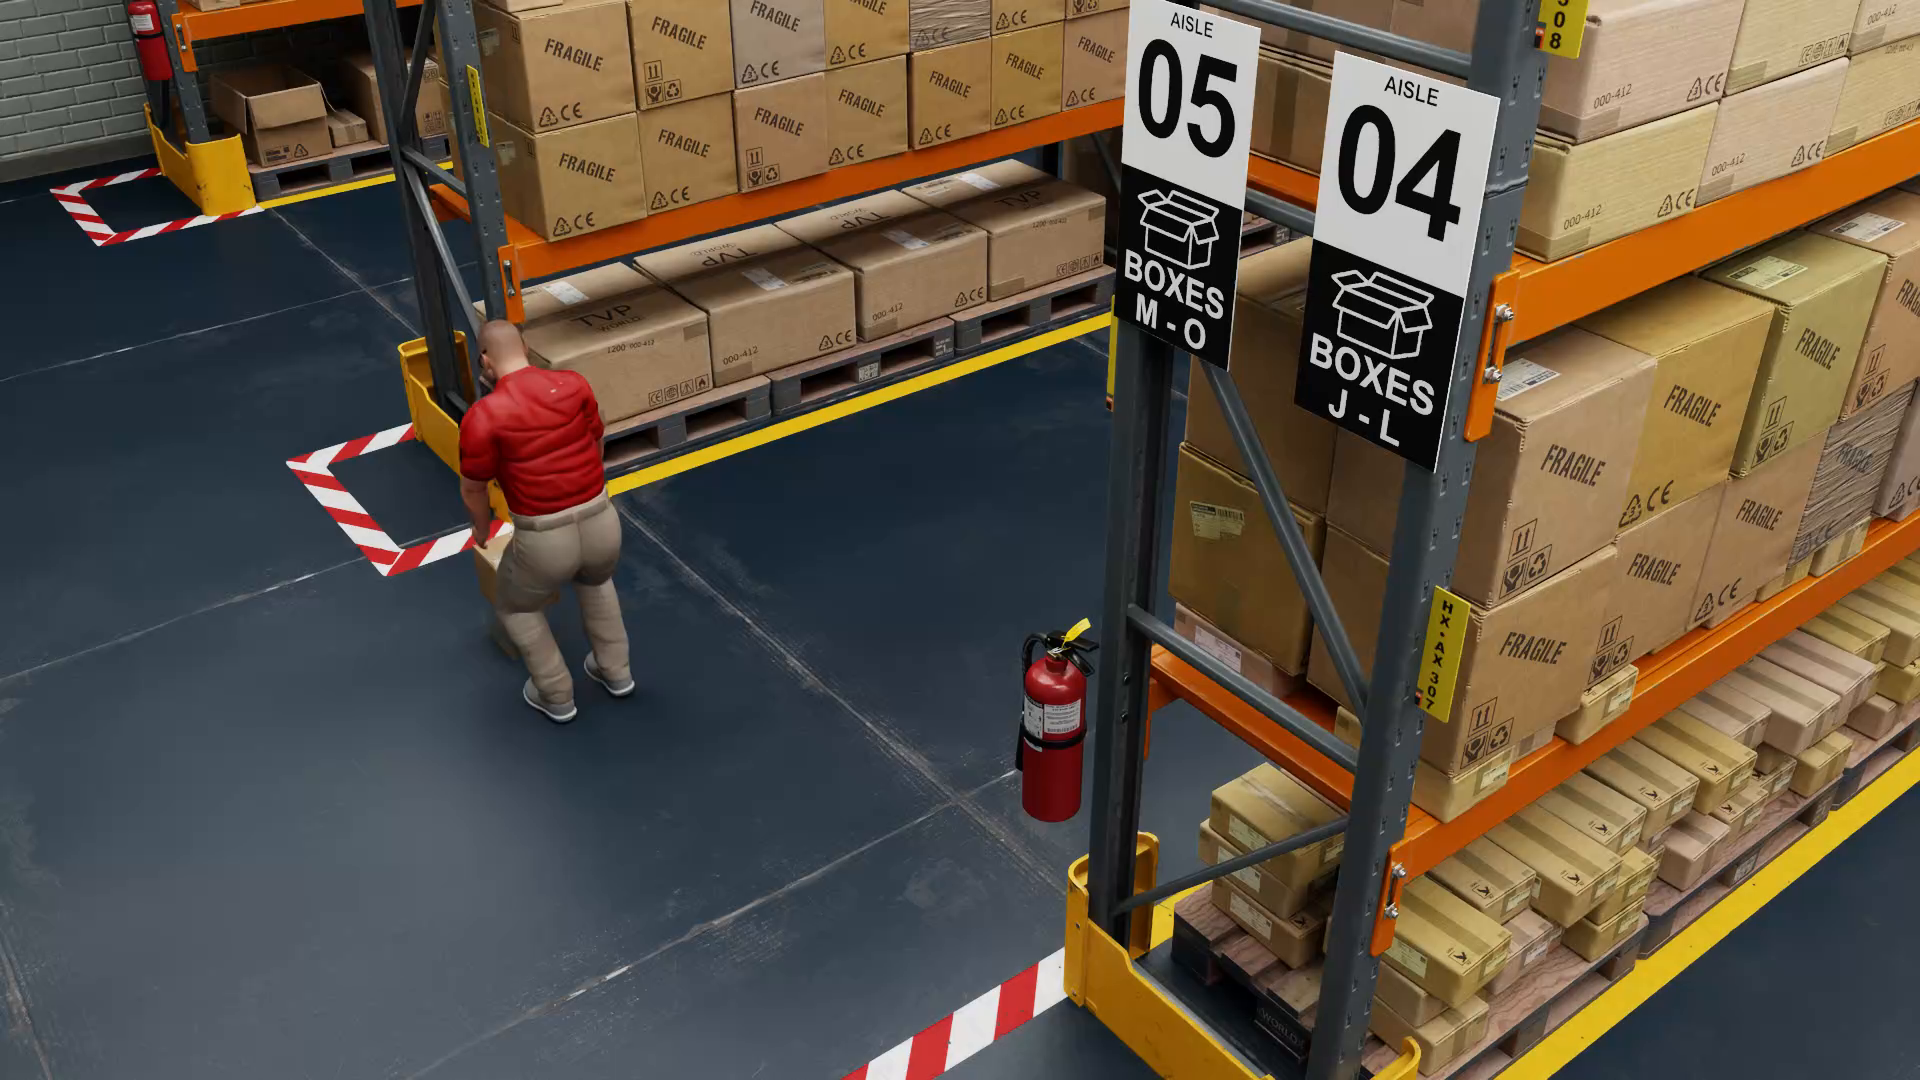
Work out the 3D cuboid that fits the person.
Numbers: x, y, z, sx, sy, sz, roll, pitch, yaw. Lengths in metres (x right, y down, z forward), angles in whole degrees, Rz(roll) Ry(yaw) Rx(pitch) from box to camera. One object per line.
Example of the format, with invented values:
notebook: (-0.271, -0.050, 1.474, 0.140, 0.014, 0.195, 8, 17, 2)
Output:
person: (-1.577, -0.042, 6.352, 0.575, 1.602, 0.526, -22, 38, -30)
